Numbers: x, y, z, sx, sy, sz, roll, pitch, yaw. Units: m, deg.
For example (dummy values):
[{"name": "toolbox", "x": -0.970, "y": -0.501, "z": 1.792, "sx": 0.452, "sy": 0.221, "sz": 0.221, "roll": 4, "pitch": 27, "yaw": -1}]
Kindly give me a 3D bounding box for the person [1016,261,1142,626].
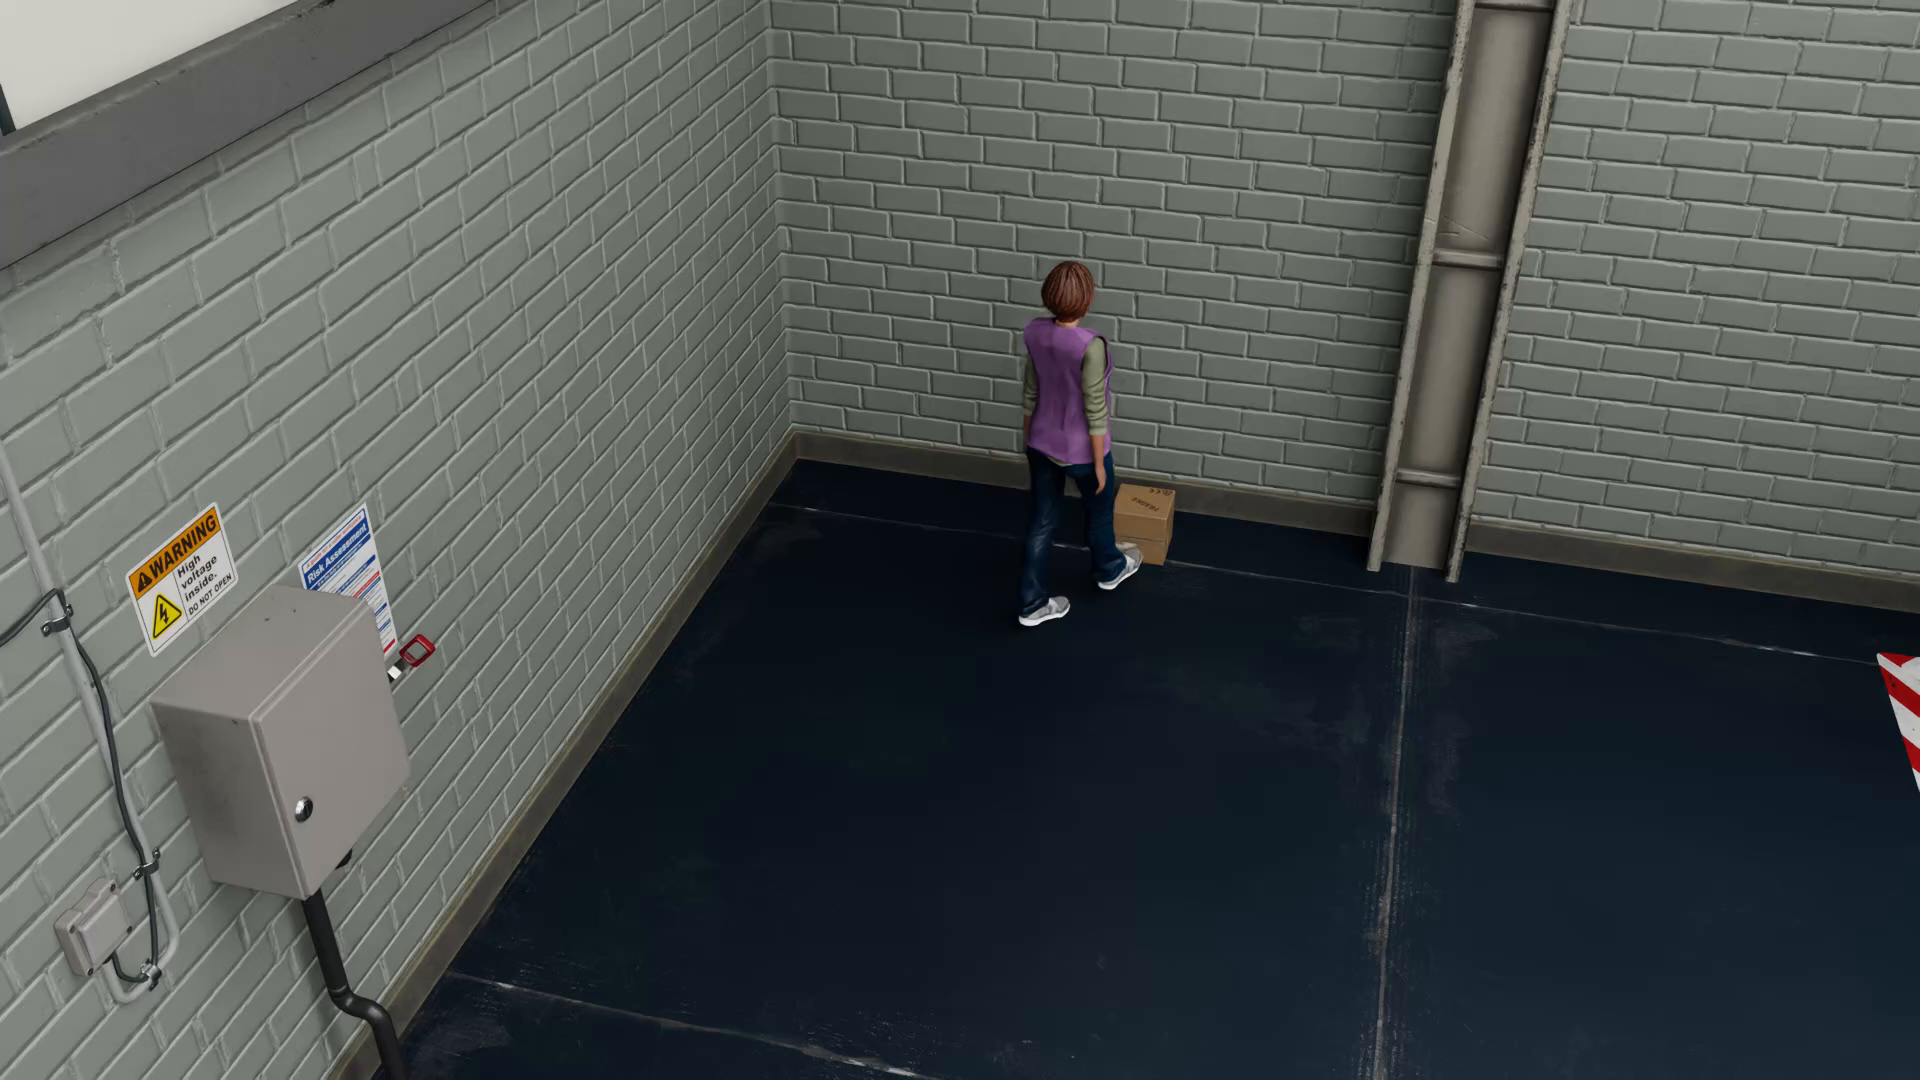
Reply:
[{"name": "person", "x": 0.494, "y": -0.410, "z": 6.783, "sx": 0.438, "sy": 1.571, "sz": 0.724, "roll": 25, "pitch": 40, "yaw": 32}]
